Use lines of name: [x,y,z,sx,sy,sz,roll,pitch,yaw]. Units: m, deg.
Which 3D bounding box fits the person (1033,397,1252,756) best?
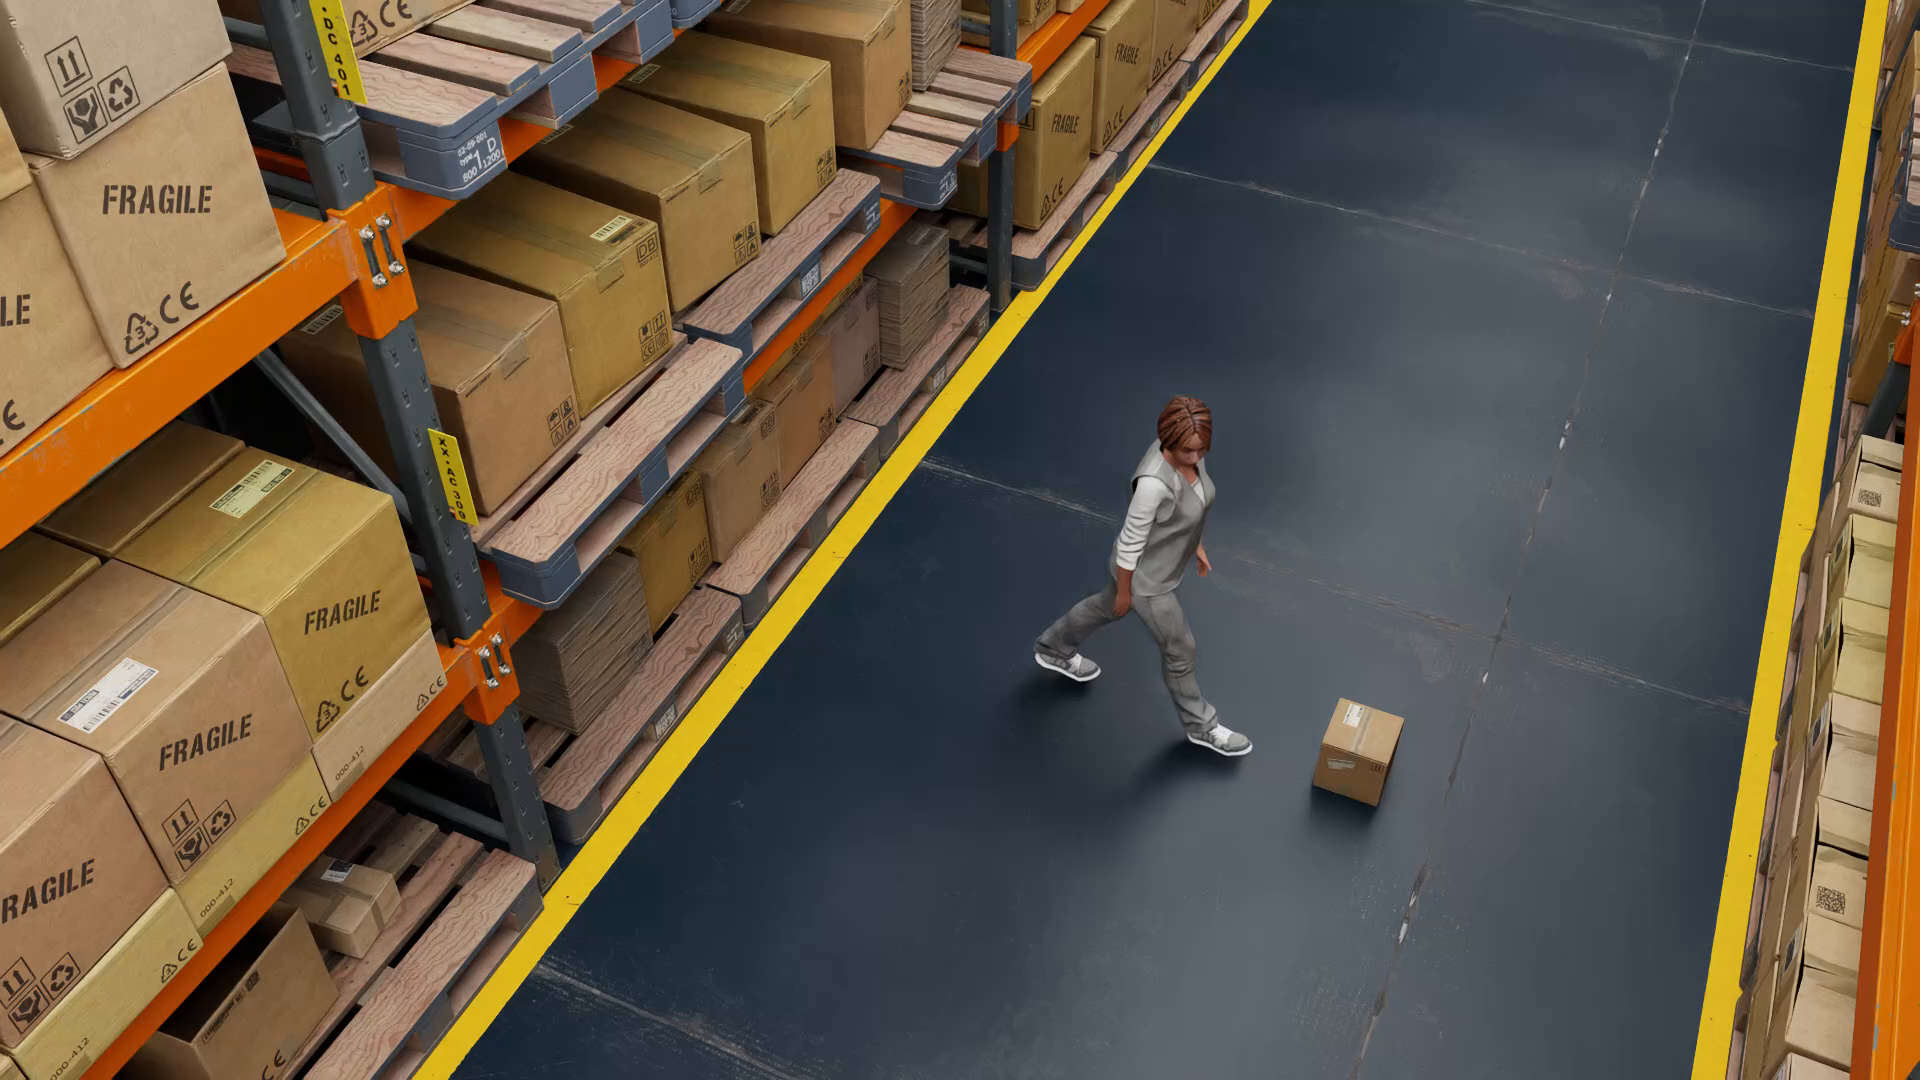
person: [0.717,0.091,6.063,0.936,1.544,0.425,14,45,15]
